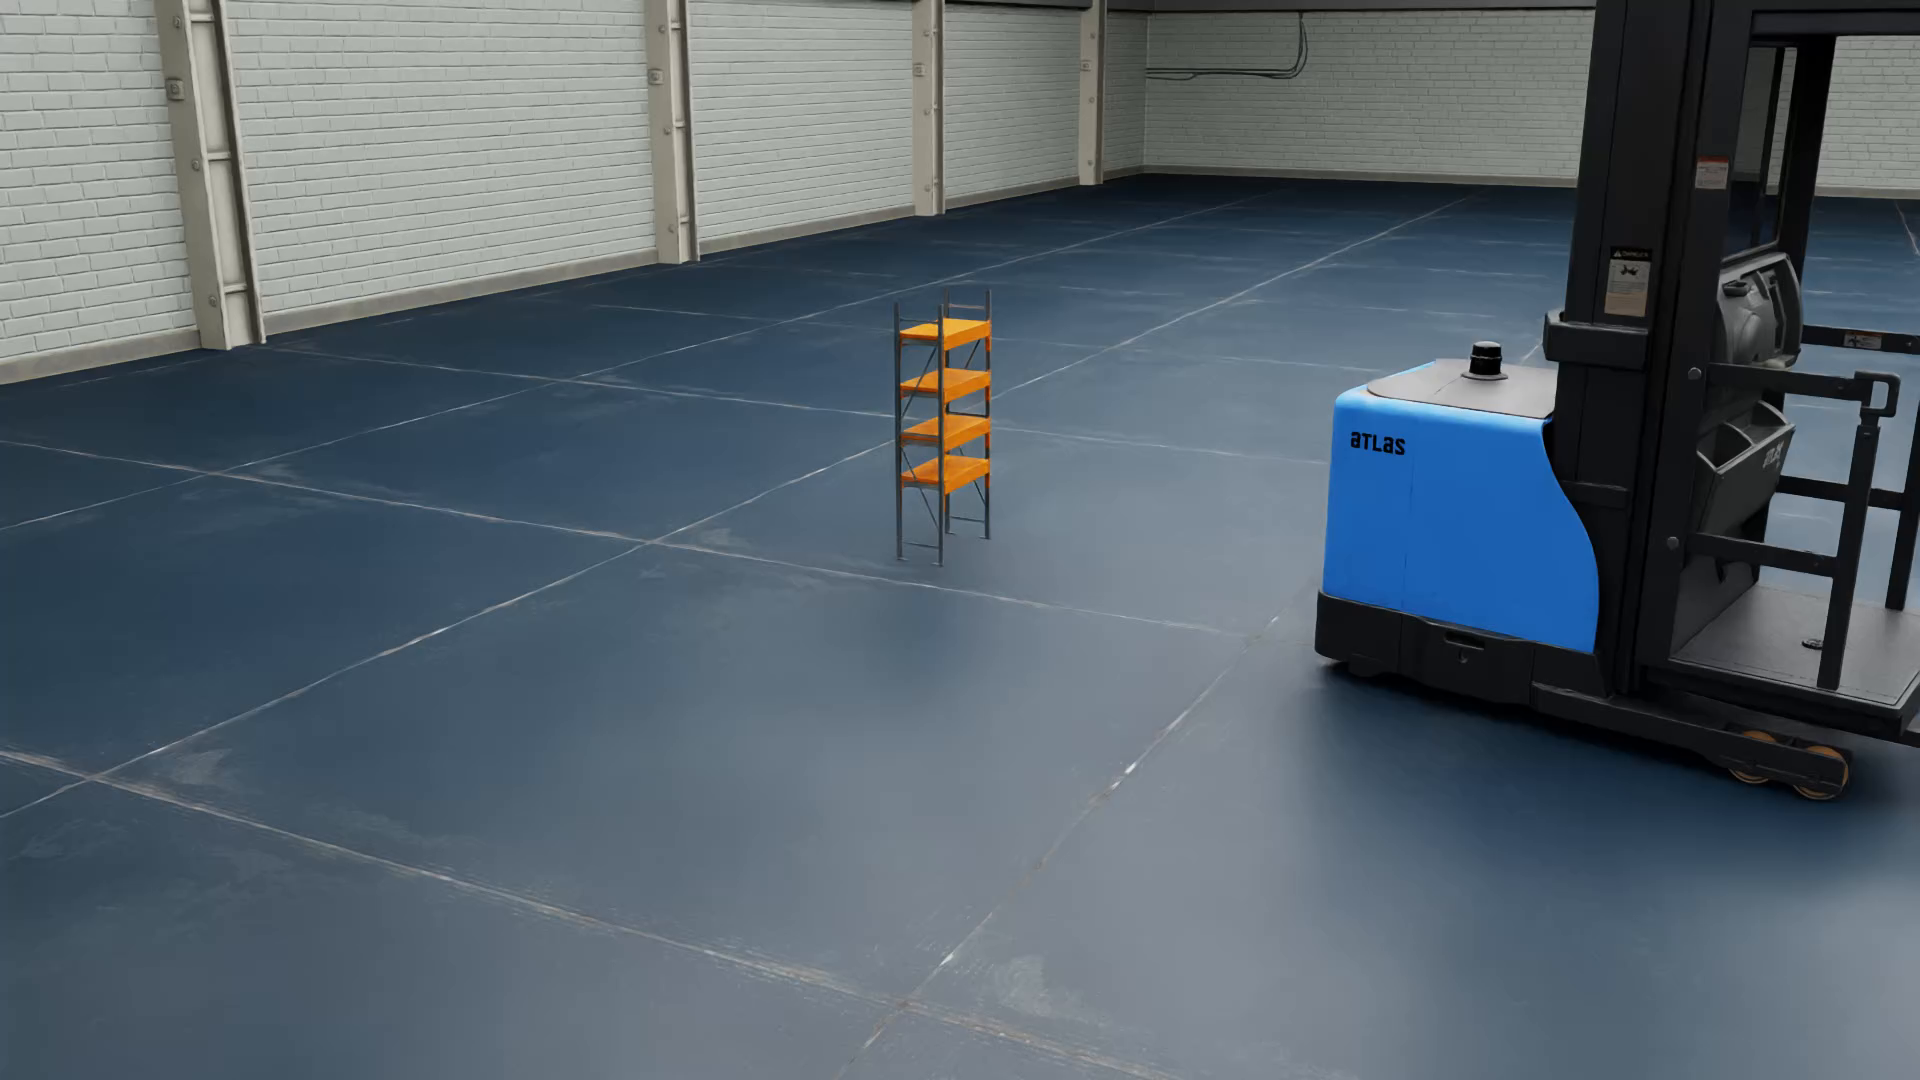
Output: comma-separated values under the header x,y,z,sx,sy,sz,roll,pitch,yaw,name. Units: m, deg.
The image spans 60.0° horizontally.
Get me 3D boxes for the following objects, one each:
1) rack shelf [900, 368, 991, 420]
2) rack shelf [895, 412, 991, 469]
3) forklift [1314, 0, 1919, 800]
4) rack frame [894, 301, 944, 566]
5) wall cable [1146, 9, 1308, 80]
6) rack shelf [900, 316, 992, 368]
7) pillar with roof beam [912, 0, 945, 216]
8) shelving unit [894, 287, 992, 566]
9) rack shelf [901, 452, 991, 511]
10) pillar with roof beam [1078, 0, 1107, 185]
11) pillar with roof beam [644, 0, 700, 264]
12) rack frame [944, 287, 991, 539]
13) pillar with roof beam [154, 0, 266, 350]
x,y,z,sx,sy,sz,roll,pitch,yaw,name
-0.074,-0.683,7.667,0.258,0.148,0.480,8,18,25,rack shelf
-0.074,-0.469,7.731,0.258,0.148,0.480,8,18,25,rack shelf
2.818,-0.753,5.413,3.031,2.935,1.130,13,21,37,forklift
-0.183,-0.471,7.502,0.240,1.200,0.015,8,18,25,rack frame
4.746,-9.548,29.819,3.097,2.526,0.112,8,18,25,wall cable
-0.074,-0.910,7.600,0.258,0.148,0.480,8,18,25,rack shelf
3.417,-8.378,20.427,9.100,9.000,0.400,8,18,25,pillar with roof beam
-0.074,-0.533,7.712,0.258,1.200,0.503,8,18,25,shelving unit
-0.074,-0.278,7.787,0.258,0.148,0.480,8,18,25,rack shelf
6.098,-9.906,25.573,9.100,9.000,0.400,8,18,25,pillar with roof beam
0.736,-6.850,15.282,9.100,9.000,0.400,8,18,25,pillar with roof beam
0.035,-0.595,7.921,0.240,1.200,0.015,8,18,25,rack frame
-1.945,-5.322,10.136,9.100,9.000,0.400,8,18,25,pillar with roof beam
